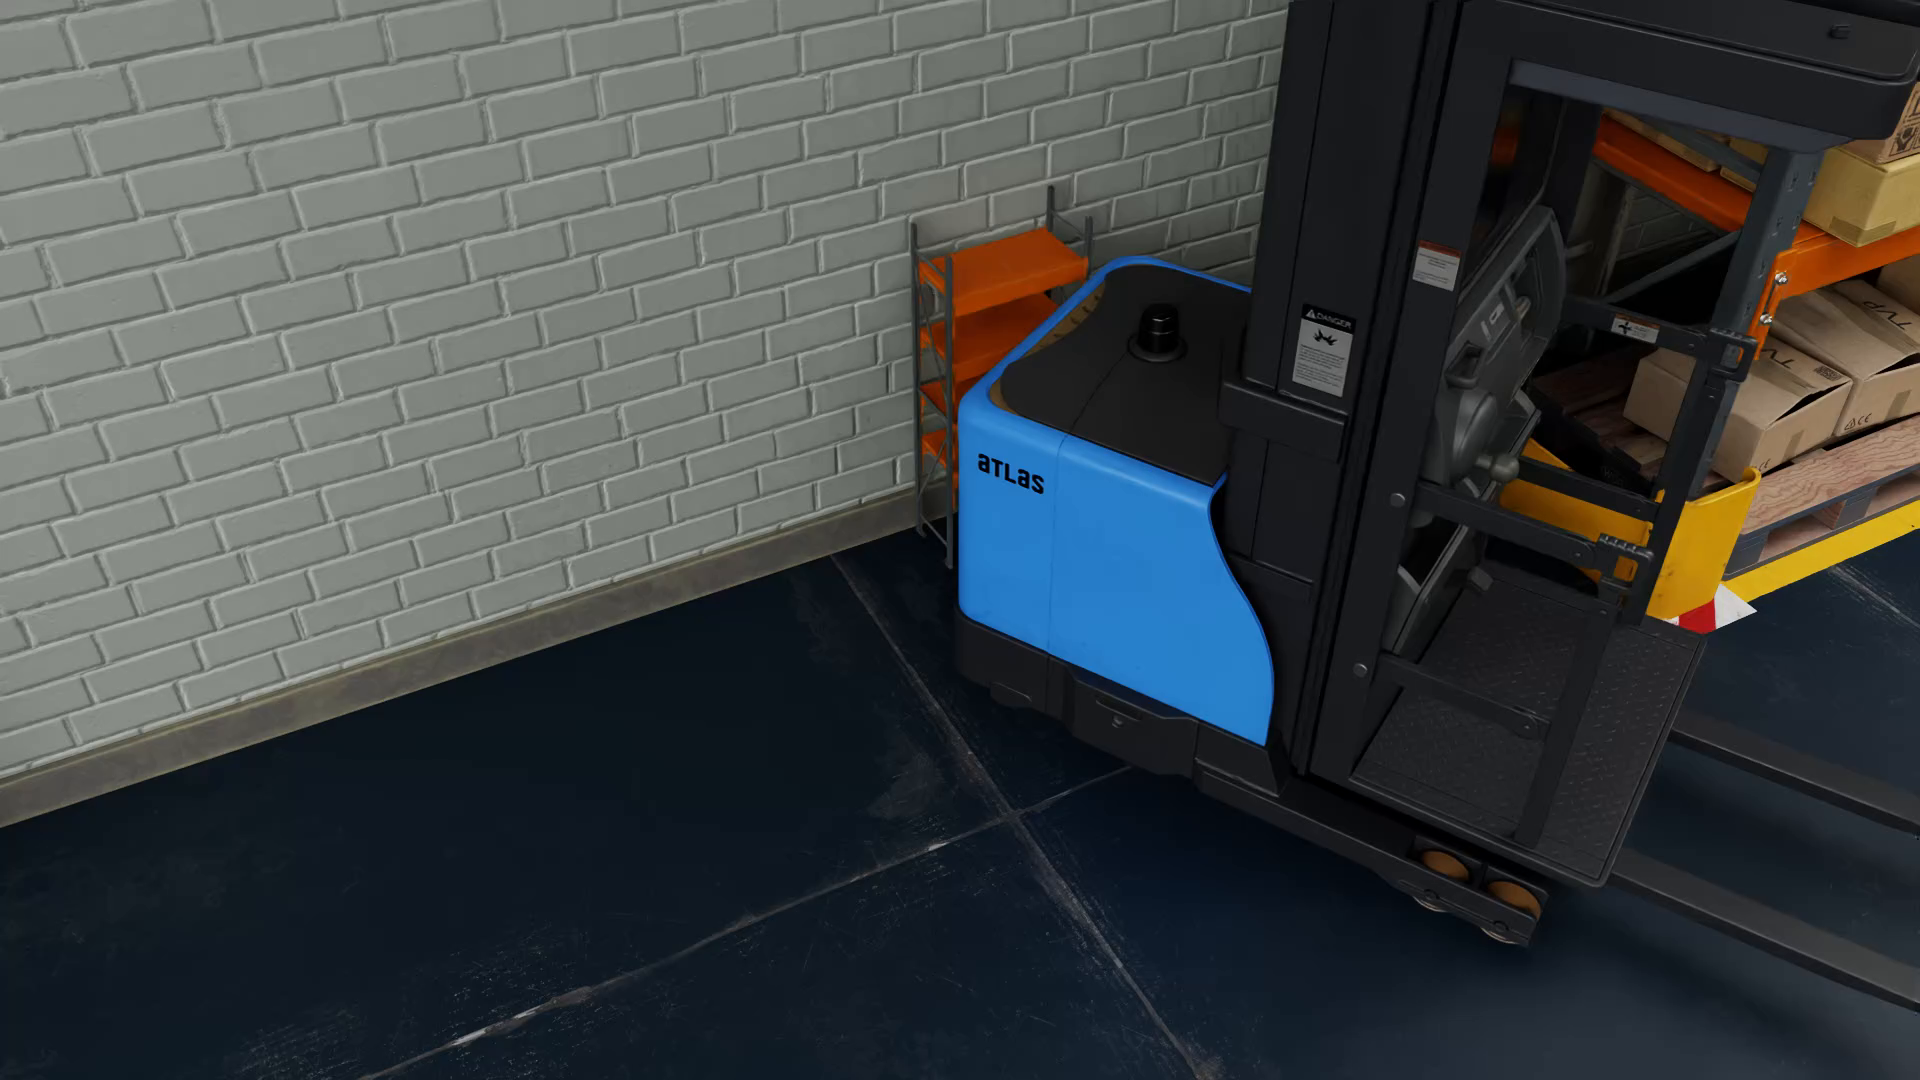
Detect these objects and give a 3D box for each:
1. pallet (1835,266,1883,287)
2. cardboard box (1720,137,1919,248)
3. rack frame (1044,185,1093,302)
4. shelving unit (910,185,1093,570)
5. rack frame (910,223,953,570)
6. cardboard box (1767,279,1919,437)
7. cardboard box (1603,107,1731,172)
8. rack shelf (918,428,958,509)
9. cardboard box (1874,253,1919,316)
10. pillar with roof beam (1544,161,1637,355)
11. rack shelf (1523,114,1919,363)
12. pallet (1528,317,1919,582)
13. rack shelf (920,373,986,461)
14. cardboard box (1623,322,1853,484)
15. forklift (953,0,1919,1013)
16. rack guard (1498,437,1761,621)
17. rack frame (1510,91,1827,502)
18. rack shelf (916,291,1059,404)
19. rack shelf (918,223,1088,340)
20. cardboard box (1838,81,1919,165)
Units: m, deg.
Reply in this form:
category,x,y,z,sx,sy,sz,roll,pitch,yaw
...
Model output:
category,x,y,z,sx,sy,sz,roll,pitch,yaw
pallet,3.933,-0.761,6.486,1.213,0.211,1.003,-19,44,-21
cardboard box,2.628,-1.133,4.868,0.500,0.250,0.500,-20,44,-22
rack frame,0.339,-0.583,5.508,0.015,1.200,0.240,-20,44,-22
shelving unit,0.126,-0.506,5.416,0.503,1.200,0.258,-20,44,-22
rack frame,-0.087,-0.429,5.324,0.015,1.200,0.240,-20,44,-22
cardboard box,3.209,-0.686,5.979,0.500,0.311,0.500,-15,43,-17
cardboard box,2.373,-1.420,5.207,0.500,0.250,0.500,-18,43,-20
rack shelf,0.125,-0.302,5.587,0.480,0.148,0.258,-20,44,-22
cardboard box,3.883,-0.949,6.143,0.500,0.500,0.700,-21,45,-23
pillar with roof beam,4.258,-1.747,0.849,0.400,9.000,9.100,-19,44,-21
rack shelf,3.822,-1.542,5.806,4.000,0.370,1.077,-19,44,-21
pallet,2.853,-0.400,6.059,1.213,0.211,1.003,-19,44,-21
rack shelf,0.126,-0.454,5.460,0.480,0.148,0.258,-20,44,-22
cardboard box,2.703,-0.516,5.778,0.500,0.311,0.500,-24,46,-25
forklift,1.497,-0.432,3.992,3.031,2.935,1.130,22,45,24
rack guard,2.116,-0.288,5.703,0.348,0.500,1.175,-19,44,-21
rack frame,2.048,-1.219,4.869,0.127,3.000,1.000,-19,44,-21
rack shelf,0.126,-0.626,5.316,0.480,0.148,0.258,-20,44,-22
rack shelf,0.127,-0.807,5.164,0.480,0.148,0.258,-20,44,-22
cardboard box,2.611,-1.426,4.633,0.500,0.500,0.500,-19,44,-21
